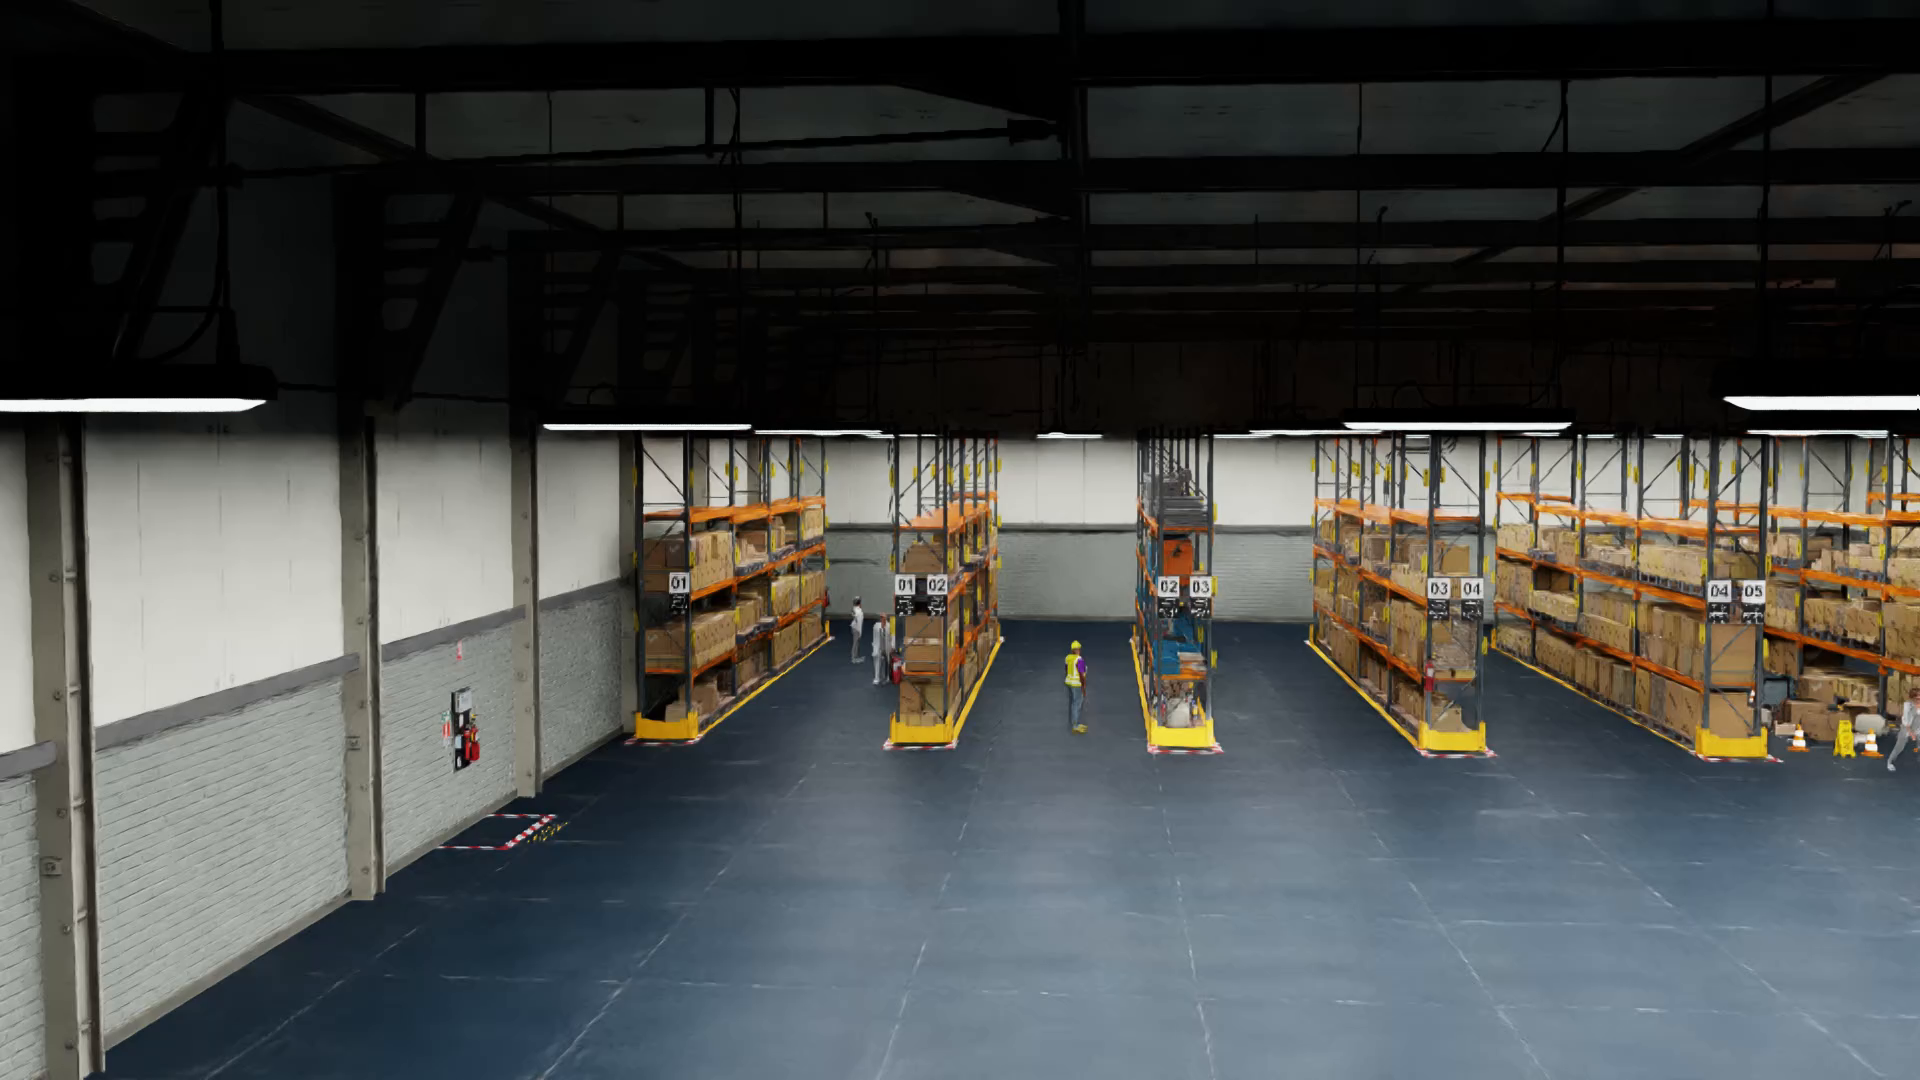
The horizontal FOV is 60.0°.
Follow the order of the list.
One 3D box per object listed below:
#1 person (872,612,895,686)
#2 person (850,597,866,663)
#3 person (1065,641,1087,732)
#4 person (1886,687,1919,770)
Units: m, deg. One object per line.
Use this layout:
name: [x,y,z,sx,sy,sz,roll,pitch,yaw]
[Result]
person: [-1.778,2.520,38.859,0.582,1.700,1.173,0,3,3]
person: [-2.610,2.298,42.812,0.434,1.683,0.554,-1,4,-17]
person: [2.322,2.856,32.704,0.452,1.768,0.632,-2,4,-26]
person: [16.186,3.244,28.291,0.440,1.516,1.016,0,3,-5]
